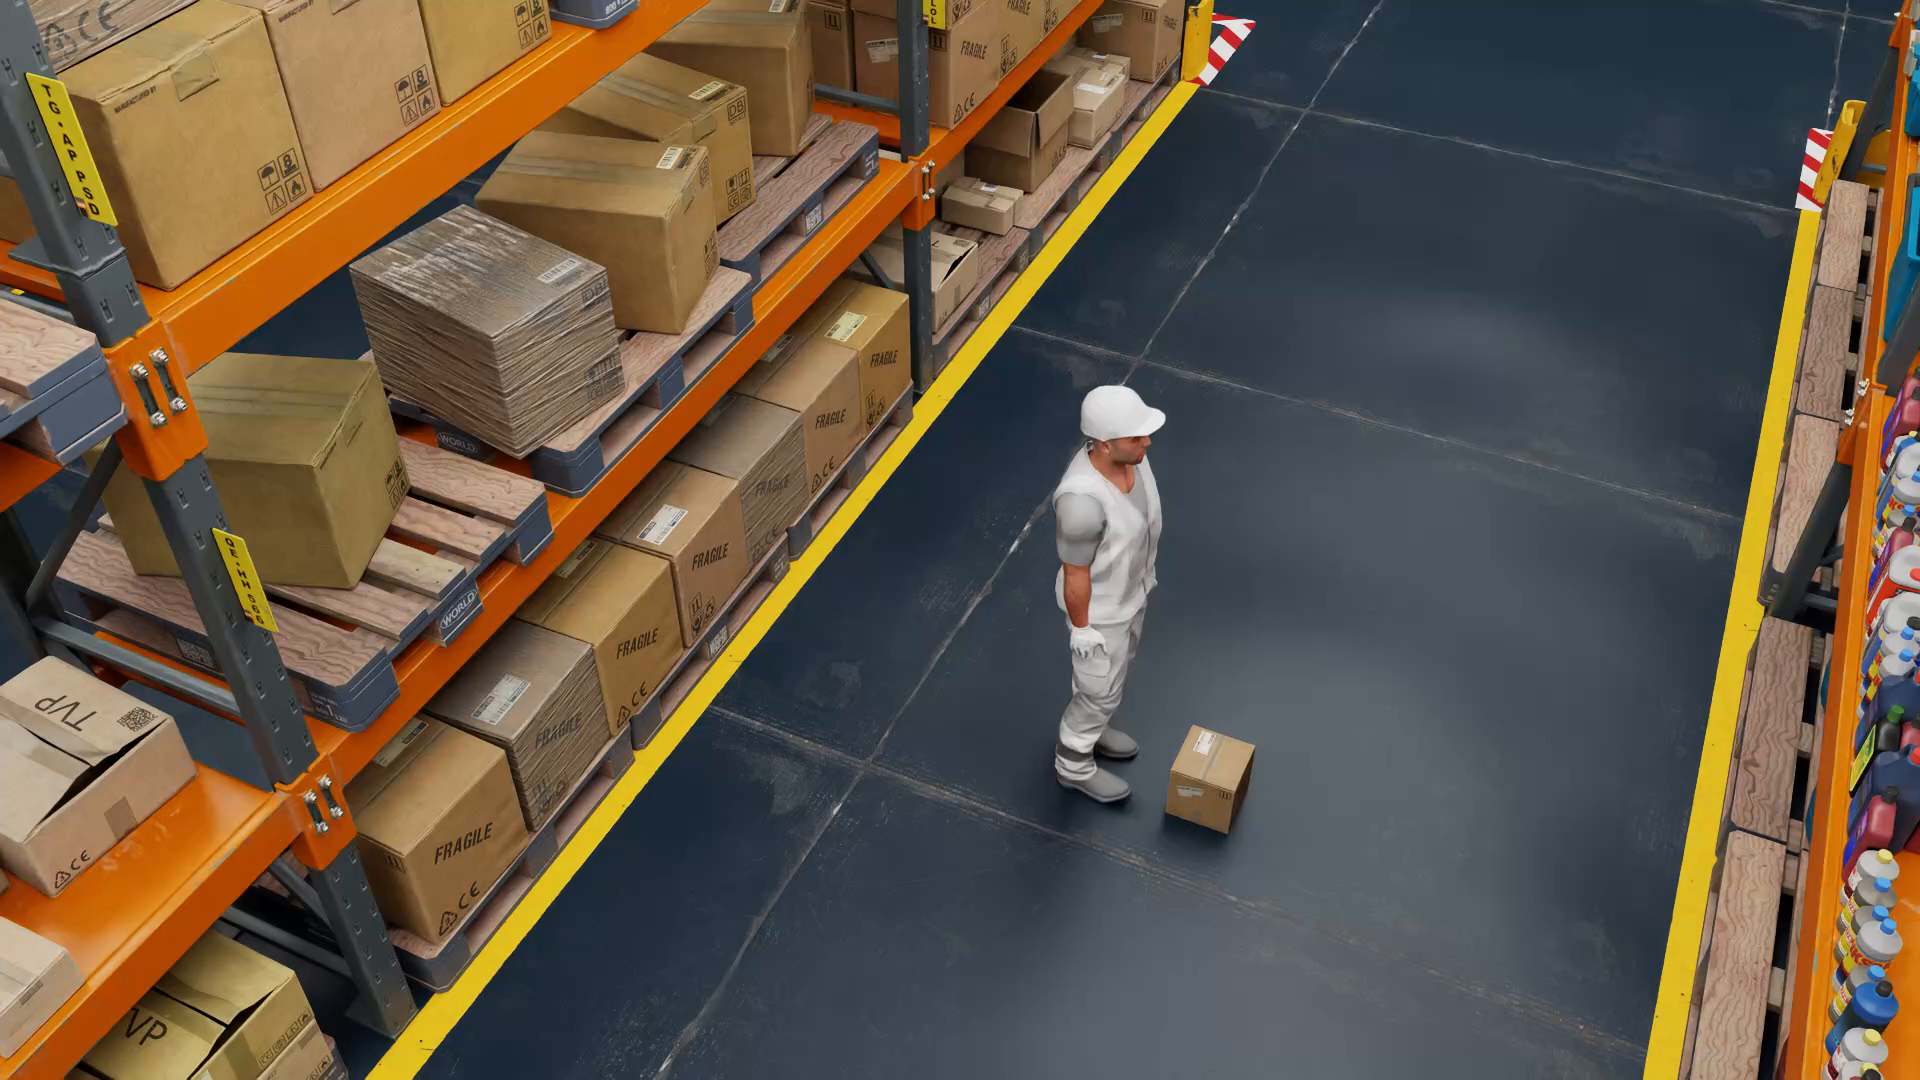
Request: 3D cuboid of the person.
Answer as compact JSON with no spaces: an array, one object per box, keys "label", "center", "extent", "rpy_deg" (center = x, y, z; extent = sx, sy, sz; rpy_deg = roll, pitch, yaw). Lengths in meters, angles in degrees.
[{"label":"person","center":[0.539,0.199,5.922],"extent":[0.378,1.790,0.522],"rpy_deg":[18,45,19]}]
